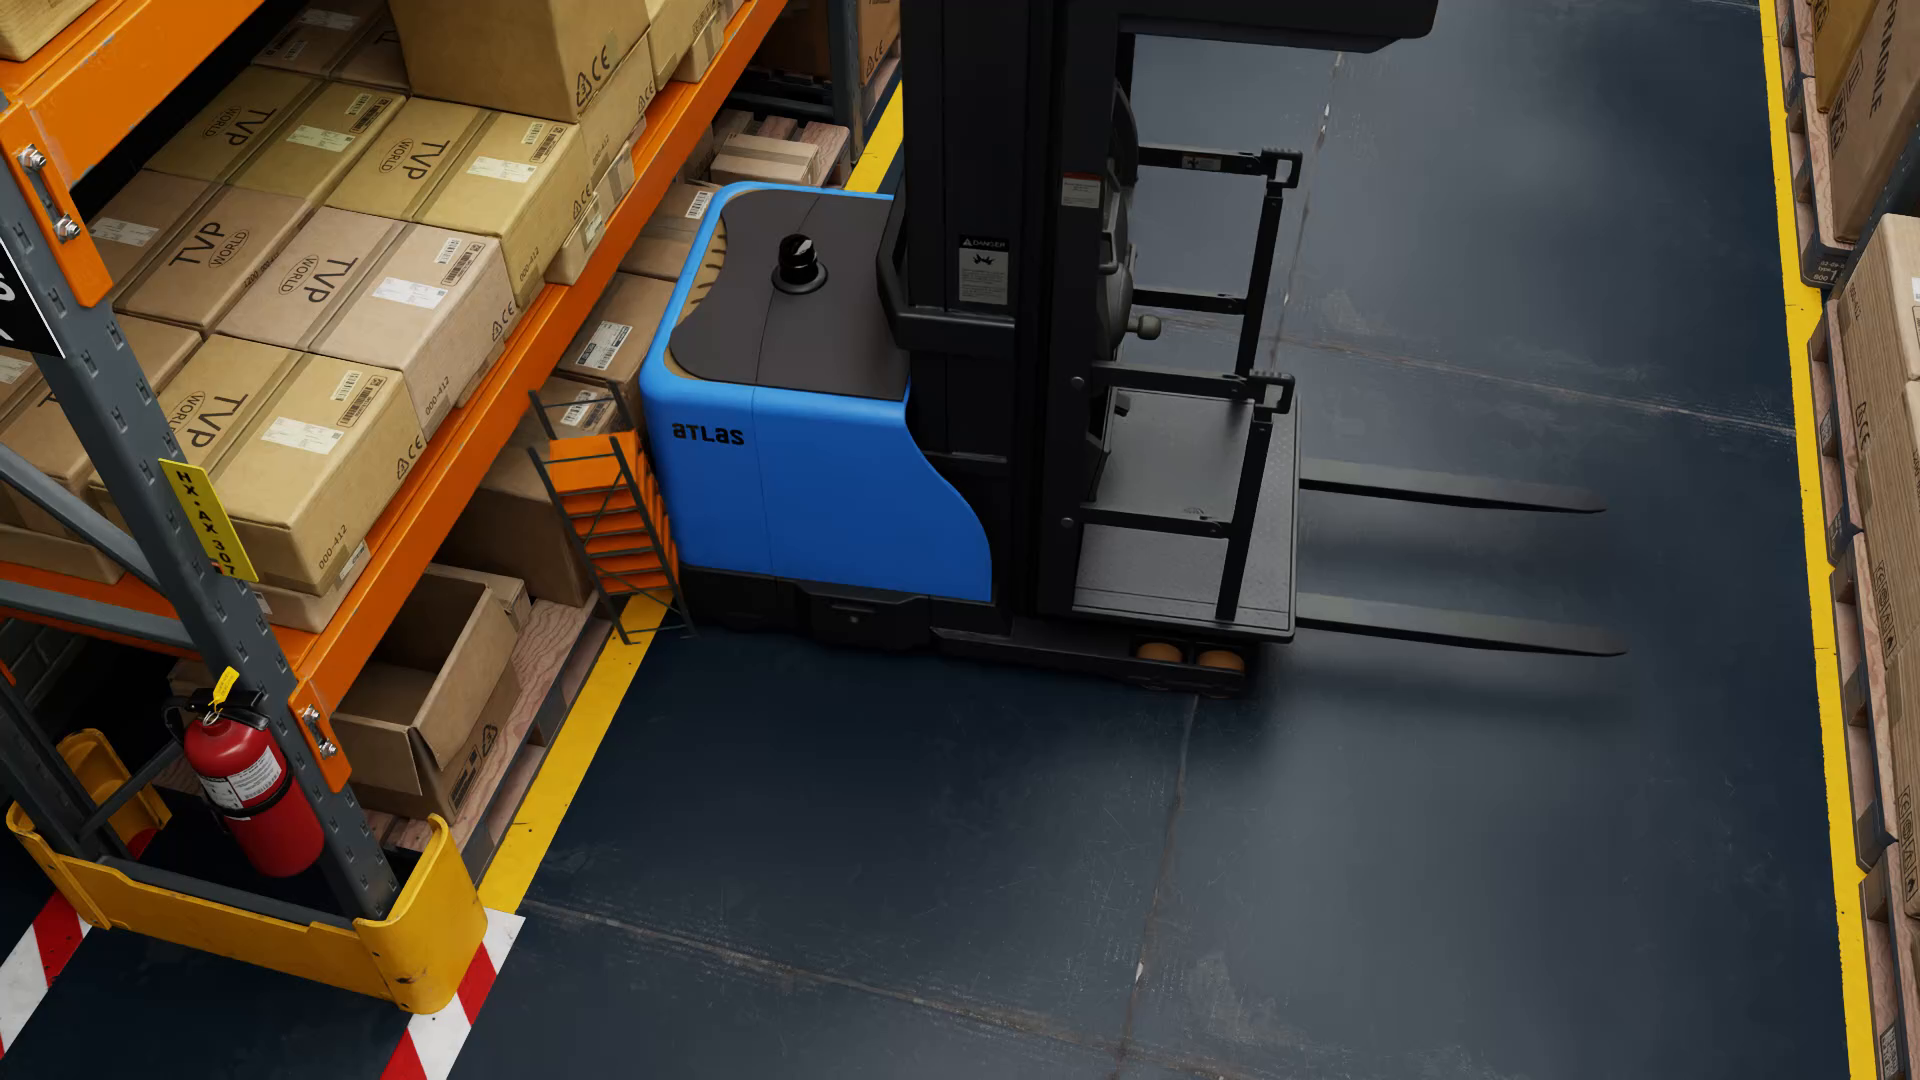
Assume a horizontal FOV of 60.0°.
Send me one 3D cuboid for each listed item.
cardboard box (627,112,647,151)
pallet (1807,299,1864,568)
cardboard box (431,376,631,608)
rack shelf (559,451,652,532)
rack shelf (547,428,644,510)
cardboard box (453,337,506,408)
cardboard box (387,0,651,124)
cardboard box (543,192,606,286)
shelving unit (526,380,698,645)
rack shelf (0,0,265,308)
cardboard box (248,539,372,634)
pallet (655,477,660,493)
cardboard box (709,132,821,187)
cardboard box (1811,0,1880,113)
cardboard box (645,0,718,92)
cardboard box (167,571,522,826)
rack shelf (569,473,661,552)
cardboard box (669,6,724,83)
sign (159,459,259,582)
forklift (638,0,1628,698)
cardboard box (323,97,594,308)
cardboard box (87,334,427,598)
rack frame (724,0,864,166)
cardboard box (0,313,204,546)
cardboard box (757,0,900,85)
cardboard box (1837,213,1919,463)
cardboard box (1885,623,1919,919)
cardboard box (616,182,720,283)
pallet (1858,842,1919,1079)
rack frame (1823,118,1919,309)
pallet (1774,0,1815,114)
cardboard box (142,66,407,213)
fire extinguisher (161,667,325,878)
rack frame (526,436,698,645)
[{"bbox_3d":[-1.180,-1.271,5.039,0.380,0.149,0.250,11,50,10],"label":"cardboard box"},{"bbox_3d":[3.597,-0.313,5.886,1.003,0.211,1.213,12,50,10],"label":"pallet"},{"bbox_3d":[-1.455,-0.200,5.313,0.700,0.500,0.500,13,50,12],"label":"cardboard box"},{"bbox_3d":[-1.024,-0.140,4.806,0.258,0.103,0.180,-7,60,-1],"label":"rack shelf"},{"bbox_3d":[-1.029,-0.199,4.702,0.258,0.103,0.180,-7,60,-1],"label":"rack shelf"},{"bbox_3d":[-1.435,-0.516,4.372,0.380,0.149,0.250,13,50,11],"label":"cardboard box"},{"bbox_3d":[-1.196,-1.511,4.485,0.500,0.500,0.500,13,50,11],"label":"cardboard box"},{"bbox_3d":[-1.231,-0.877,4.691,0.380,0.149,0.250,10,49,9],"label":"cardboard box"},{"bbox_3d":[-1.016,-0.044,4.976,0.258,1.200,0.189,-7,60,-1],"label":"shelving unit"},{"bbox_3d":[-1.443,-2.055,4.043,1.077,0.370,4.000,12,50,10],"label":"rack shelf"},{"bbox_3d":[-1.618,0.045,3.877,0.380,0.149,0.250,11,50,10],"label":"cardboard box"},{"bbox_3d":[-1.418,-0.443,6.000,1.003,0.211,1.213,12,50,10],"label":"pallet"},{"bbox_3d":[-0.780,-1.482,6.679,0.380,0.149,0.250,10,49,9],"label":"cardboard box"},{"bbox_3d":[4.189,-2.326,6.939,0.875,0.875,0.875,13,50,11],"label":"cardboard box"},{"bbox_3d":[-1.077,-1.656,5.113,0.500,0.250,0.500,11,50,10],"label":"cardboard box"},{"bbox_3d":[-1.717,0.409,4.773,0.797,0.503,0.637,10,49,9],"label":"cardboard box"},{"bbox_3d":[-1.019,-0.081,4.911,0.258,0.103,0.180,-7,60,-1],"label":"rack shelf"},{"bbox_3d":[-0.985,-1.624,5.350,0.380,0.149,0.250,11,49,9],"label":"cardboard box"},{"bbox_3d":[-1.446,-0.034,3.202,0.100,0.325,0.005,12,50,10],"label":"sign"},{"bbox_3d":[0.622,-0.897,4.586,3.031,2.935,1.130,7,49,6],"label":"forklift"},{"bbox_3d":[-1.327,-0.910,4.454,0.500,0.250,0.500,11,49,9],"label":"cardboard box"},{"bbox_3d":[-1.590,-0.178,3.808,0.500,0.250,0.500,12,50,10],"label":"cardboard box"},{"bbox_3d":[-0.917,-2.748,6.174,1.000,3.000,0.127,12,50,10],"label":"rack frame"},{"bbox_3d":[-2.104,-0.288,3.905,0.500,0.250,0.500,13,50,11],"label":"cardboard box"},{"bbox_3d":[-0.572,-2.365,7.224,0.500,0.500,0.500,14,50,12],"label":"cardboard box"},{"bbox_3d":[3.604,-0.629,5.733,0.875,0.438,0.875,11,49,9],"label":"cardboard box"},{"bbox_3d":[3.130,0.671,4.586,0.875,0.438,0.875,13,50,11],"label":"cardboard box"},{"bbox_3d":[-1.181,-0.951,5.976,0.700,0.500,0.500,10,49,9],"label":"cardboard box"},{"bbox_3d":[2.955,1.451,4.328,1.003,0.211,1.213,12,50,10],"label":"pallet"},{"bbox_3d":[3.873,-1.771,5.312,1.000,3.000,0.127,12,50,10],"label":"rack frame"},{"bbox_3d":[4.322,-2.306,7.645,1.003,0.211,1.213,12,50,10],"label":"pallet"},{"bbox_3d":[-1.833,-1.018,4.550,0.500,0.250,0.500,13,50,11],"label":"cardboard box"},{"bbox_3d":[-1.562,0.492,3.615,0.296,0.674,0.183,12,50,10],"label":"fire extinguisher"},{"bbox_3d":[-1.005,0.035,4.931,0.240,1.200,0.006,-7,60,-1],"label":"rack frame"}]
